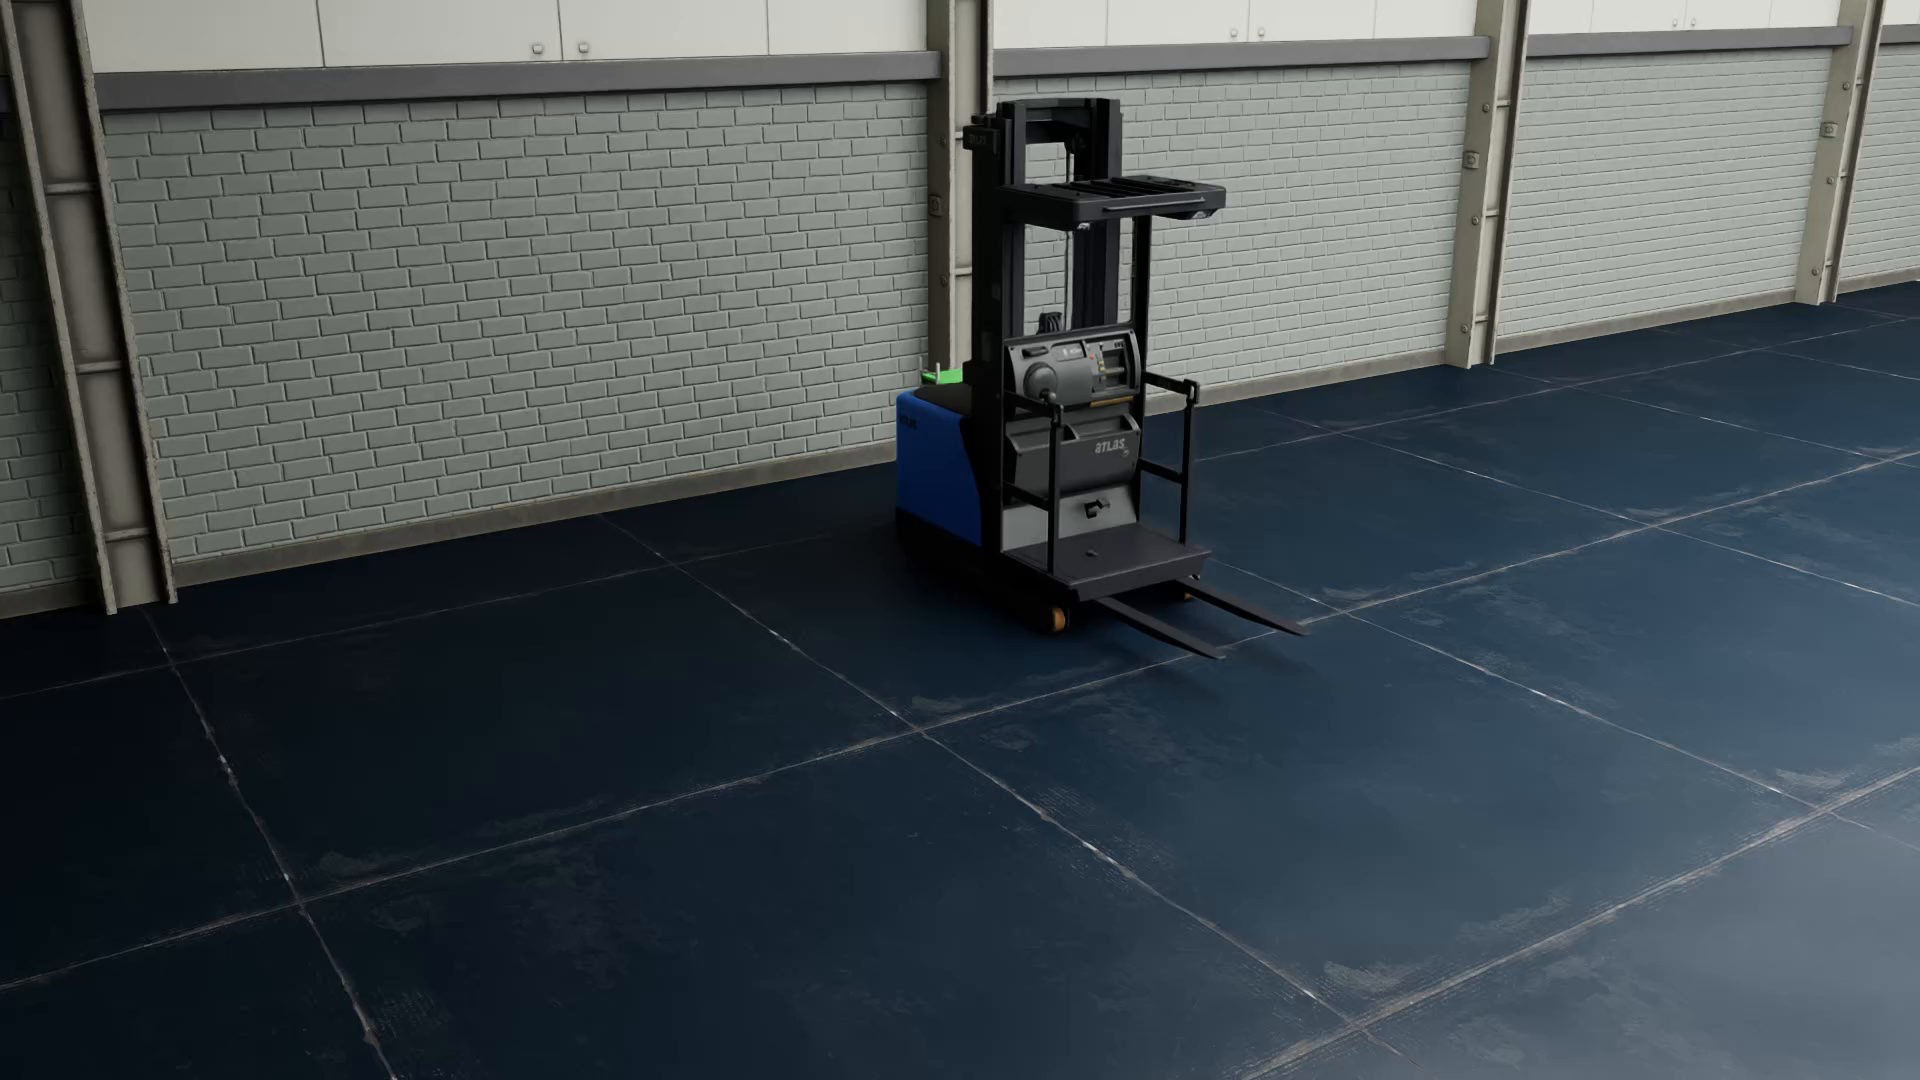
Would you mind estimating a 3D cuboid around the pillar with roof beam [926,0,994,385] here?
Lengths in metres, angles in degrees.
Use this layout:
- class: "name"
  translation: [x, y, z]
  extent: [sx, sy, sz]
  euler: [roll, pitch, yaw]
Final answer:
- class: "pillar with roof beam"
  translation: [2.368, -3.796, 8.423]
  extent: [0.400, 9.000, 9.100]
  euler: [-12, 22, -31]

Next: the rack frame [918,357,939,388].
- class: "rack frame"
  translation: [-0.207, -0.624, 11.216]
  extent: [0.015, 1.200, 0.240]
  euler: [-12, 22, -31]

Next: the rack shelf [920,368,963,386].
- class: "rack shelf"
  translation: [-0.004, -1.061, 11.211]
  extent: [0.480, 0.148, 0.258]
  euler: [-12, 22, -31]

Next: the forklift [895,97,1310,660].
- class: "forklift"
  translation: [0.800, -1.018, 9.681]
  extent: [1.130, 2.935, 3.031]
  euler: [-12, 22, -31]

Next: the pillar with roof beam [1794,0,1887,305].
- class: "pillar with roof beam"
  translation: [12.390, -5.910, 14.675]
  extent: [0.400, 9.000, 9.100]
  euler: [-12, 22, -31]

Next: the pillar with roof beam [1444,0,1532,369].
- class: "pillar with roof beam"
  translation: [7.379, -4.853, 11.549]
  extent: [0.400, 9.000, 9.100]
  euler: [-12, 22, -31]

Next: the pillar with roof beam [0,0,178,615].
- class: "pillar with roof beam"
  translation: [-2.643, -2.739, 5.297]
  extent: [0.400, 9.000, 9.100]
  euler: [-12, 22, -31]

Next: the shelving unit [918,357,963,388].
- class: "shelving unit"
  translation: [-0.003, -0.667, 11.343]
  extent: [0.503, 1.200, 0.258]
  euler: [-12, 22, -31]
